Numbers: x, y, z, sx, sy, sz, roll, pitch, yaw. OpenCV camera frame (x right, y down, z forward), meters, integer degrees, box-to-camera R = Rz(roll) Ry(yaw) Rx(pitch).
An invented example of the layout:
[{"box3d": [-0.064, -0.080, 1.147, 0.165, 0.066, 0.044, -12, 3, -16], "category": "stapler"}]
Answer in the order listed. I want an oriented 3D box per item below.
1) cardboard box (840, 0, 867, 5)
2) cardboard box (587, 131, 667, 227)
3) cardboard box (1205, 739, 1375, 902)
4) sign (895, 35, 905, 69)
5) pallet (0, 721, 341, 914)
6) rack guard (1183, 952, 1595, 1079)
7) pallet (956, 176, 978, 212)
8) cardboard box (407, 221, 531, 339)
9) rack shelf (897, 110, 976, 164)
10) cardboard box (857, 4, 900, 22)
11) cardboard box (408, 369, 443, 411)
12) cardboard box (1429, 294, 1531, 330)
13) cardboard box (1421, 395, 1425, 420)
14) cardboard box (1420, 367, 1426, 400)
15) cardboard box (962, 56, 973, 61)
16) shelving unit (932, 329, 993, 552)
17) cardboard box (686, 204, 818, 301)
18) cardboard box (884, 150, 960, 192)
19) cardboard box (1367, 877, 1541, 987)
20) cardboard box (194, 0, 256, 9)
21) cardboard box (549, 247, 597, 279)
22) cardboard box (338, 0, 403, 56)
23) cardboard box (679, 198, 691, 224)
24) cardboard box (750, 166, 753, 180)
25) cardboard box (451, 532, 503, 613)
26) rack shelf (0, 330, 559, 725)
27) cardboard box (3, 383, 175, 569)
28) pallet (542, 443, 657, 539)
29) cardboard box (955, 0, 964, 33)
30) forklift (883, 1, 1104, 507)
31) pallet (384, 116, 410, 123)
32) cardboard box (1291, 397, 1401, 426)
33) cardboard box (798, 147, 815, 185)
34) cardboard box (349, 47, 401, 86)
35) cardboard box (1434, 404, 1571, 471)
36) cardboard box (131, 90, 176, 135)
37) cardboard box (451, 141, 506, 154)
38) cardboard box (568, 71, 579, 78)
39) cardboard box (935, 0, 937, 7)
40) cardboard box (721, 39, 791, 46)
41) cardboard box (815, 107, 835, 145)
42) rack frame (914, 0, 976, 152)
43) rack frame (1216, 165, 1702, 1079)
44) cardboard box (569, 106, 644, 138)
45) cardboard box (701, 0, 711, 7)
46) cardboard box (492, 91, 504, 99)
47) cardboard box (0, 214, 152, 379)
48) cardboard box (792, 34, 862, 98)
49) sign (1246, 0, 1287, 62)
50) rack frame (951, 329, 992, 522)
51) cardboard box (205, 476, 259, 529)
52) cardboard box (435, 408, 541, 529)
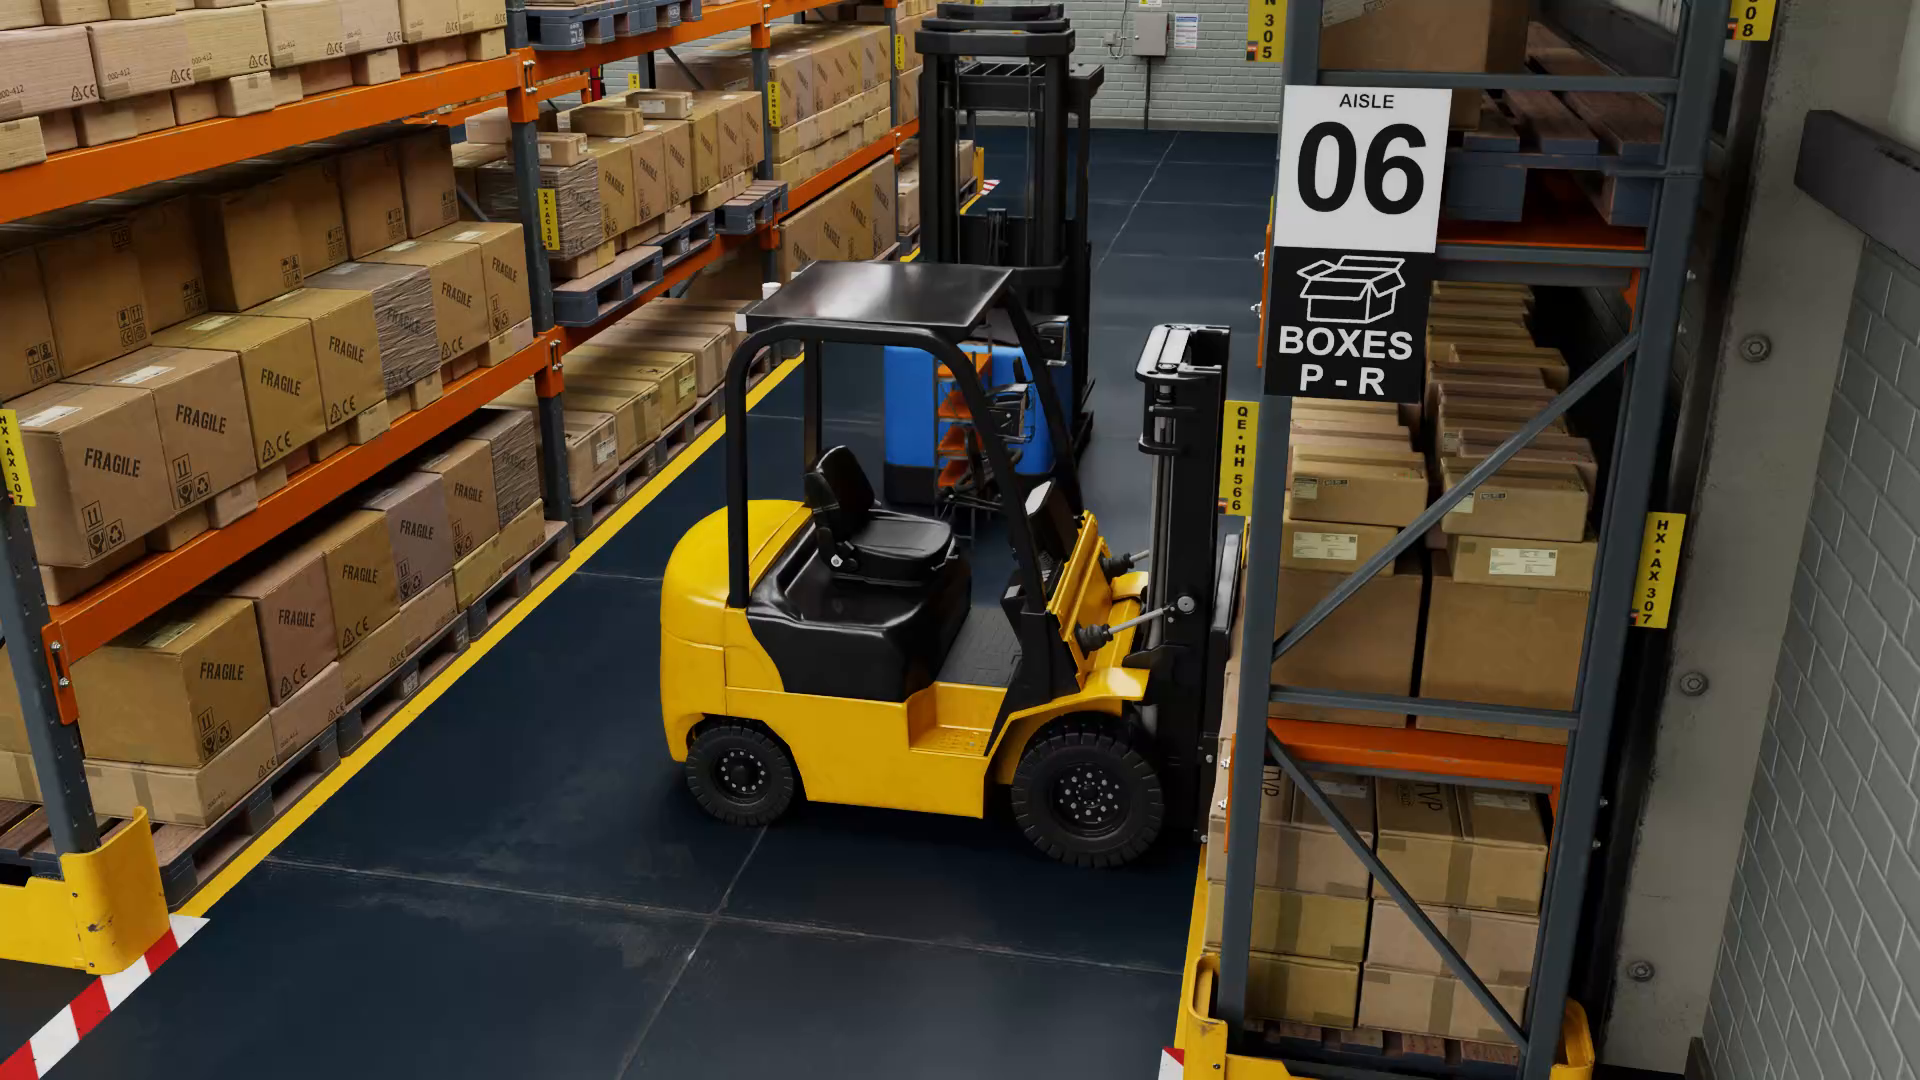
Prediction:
[{"box3d": [-1.151, -5.418, 16.952, 0.380, 0.149, 0.250, 4, 22, 11], "category": "cardboard box"}, {"box3d": [-2.163, -2.258, 10.350, 0.500, 0.500, 0.500, 4, 22, 11], "category": "cardboard box"}, {"box3d": [1.077, 0.899, 5.387, 0.500, 0.250, 0.500, 5, 23, 13], "category": "cardboard box"}, {"box3d": [-0.590, -4.754, 16.200, 0.100, 0.325, 0.005, 4, 22, 11], "category": "sign"}, {"box3d": [-3.356, 1.068, 6.919, 1.003, 0.211, 1.213, 4, 22, 11], "category": "pallet"}, {"box3d": [1.283, 1.642, 5.107, 1.175, 0.500, 0.348, 4, 22, 11], "category": "rack guard"}, {"box3d": [-0.393, -4.163, 19.907, 1.003, 0.211, 1.213, 4, 22, 11], "category": "pallet"}, {"box3d": [-2.603, -1.369, 8.705, 0.500, 0.500, 0.500, 4, 22, 10], "category": "cardboard box"}, {"box3d": [-0.715, -4.690, 18.445, 1.077, 0.370, 4.000, 4, 22, 11], "category": "rack shelf"}, {"box3d": [-0.805, -5.199, 16.406, 0.380, 0.149, 0.250, 4, 22, 10], "category": "cardboard box"}, {"box3d": [-2.727, -0.737, 8.004, 0.380, 0.149, 0.250, 4, 22, 10], "category": "cardboard box"}, {"box3d": [2.042, -0.869, 6.595, 0.380, 0.149, 0.250, 4, 22, 10], "category": "cardboard box"}, {"box3d": [1.956, -0.293, 6.432, 0.500, 0.500, 0.500, 5, 22, 12], "category": "cardboard box"}, {"box3d": [1.977, -0.636, 6.414, 0.380, 0.149, 0.250, 4, 22, 9], "category": "cardboard box"}, {"box3d": [-0.146, -5.605, 19.620, 0.500, 0.500, 0.500, 5, 22, 11], "category": "cardboard box"}, {"box3d": [0.019, -0.590, 9.713, 0.258, 1.200, 0.503, 4, 22, 11], "category": "shelving unit"}, {"box3d": [-1.717, -2.284, 13.793, 0.875, 0.875, 0.875, 4, 22, 10], "category": "cardboard box"}, {"box3d": [-0.522, -4.177, 19.077, 0.875, 0.438, 0.875, 5, 22, 12], "category": "cardboard box"}, {"box3d": [1.588, 1.166, 5.391, 0.500, 0.250, 0.500, 5, 22, 12], "category": "cardboard box"}, {"box3d": [-2.938, -2.116, 6.346, 0.380, 0.149, 0.250, 5, 22, 12], "category": "cardboard box"}, {"box3d": [-2.333, -1.622, 9.641, 0.380, 0.149, 0.250, 5, 22, 12], "category": "cardboard box"}, {"box3d": [-2.802, -2.274, 7.271, 0.500, 0.250, 0.500, 4, 22, 10], "category": "cardboard box"}, {"box3d": [-2.014, -2.197, 11.067, 0.380, 0.149, 0.250, 4, 22, 9], "category": "cardboard box"}, {"box3d": [-1.776, -2.769, 12.489, 0.380, 0.149, 0.250, 5, 23, 13], "category": "cardboard box"}, {"box3d": [-2.712, 0.147, 8.592, 0.500, 0.250, 0.500, 4, 22, 9], "category": "cardboard box"}, {"box3d": [-3.164, -0.301, 7.549, 1.077, 0.370, 4.000, 4, 22, 11], "category": "rack shelf"}, {"box3d": [-3.204, -0.240, 5.901, 0.500, 0.500, 0.500, 4, 22, 10], "category": "cardboard box"}, {"box3d": [-2.598, -0.357, 10.458, 1.003, 0.211, 1.213, 4, 22, 11], "category": "pallet"}, {"box3d": [-0.250, -5.877, 18.959, 0.500, 0.500, 0.500, 5, 22, 11], "category": "cardboard box"}, {"box3d": [0.328, -2.049, 11.017, 1.130, 2.935, 3.031, 4, 22, 11], "category": "forklift"}, {"box3d": [-6.288, -4.275, 16.709, 1.003, 0.211, 1.213, 4, 22, 11], "category": "pallet"}, {"box3d": [1.202, -0.349, 5.304, 0.380, 0.149, 0.250, 5, 22, 12], "category": "cardboard box"}, {"box3d": [-1.506, -3.108, 13.757, 0.500, 0.250, 0.500, 4, 22, 9], "category": "cardboard box"}, {"box3d": [-2.745, -2.127, 7.441, 0.380, 0.149, 0.250, 5, 22, 12], "category": "cardboard box"}, {"box3d": [1.692, -0.309, 5.205, 0.380, 0.149, 0.250, 5, 22, 12], "category": "cardboard box"}, {"box3d": [-3.106, -1.564, 6.043, 0.380, 0.149, 0.250, 4, 22, 11], "category": "cardboard box"}, {"box3d": [-2.786, -2.113, 9.991, 0.500, 0.500, 0.500, 5, 22, 11], "category": "cardboard box"}, {"box3d": [-4.963, -5.838, 20.670, 0.380, 0.149, 0.250, 4, 22, 11], "category": "cardboard box"}, {"box3d": [-0.463, -5.854, 18.033, 0.380, 0.149, 0.250, 5, 23, 13], "category": "cardboard box"}, {"box3d": [-1.775, -4.102, 14.551, 0.500, 0.500, 0.500, 4, 22, 10], "category": "cardboard box"}, {"box3d": [-1.374, -3.528, 14.130, 0.500, 0.250, 0.500, 4, 22, 11], "category": "cardboard box"}, {"box3d": [-0.307, -5.755, 20.127, 1.000, 3.000, 0.127, 4, 22, 11], "category": "rack frame"}, {"box3d": [1.288, 0.474, 4.662, 1.000, 3.000, 0.127, 4, 22, 11], "category": "rack frame"}, {"box3d": [-2.192, -2.596, 10.323, 0.380, 0.149, 0.250, 6, 23, 14], "category": "cardboard box"}, {"box3d": [-2.142, -3.921, 11.425, 0.700, 0.500, 0.500, 4, 22, 11], "category": "cardboard box"}, {"box3d": [-5.390, -5.080, 18.787, 0.380, 0.149, 0.250, 5, 23, 13], "category": "cardboard box"}, {"box3d": [-3.571, -0.939, 6.300, 0.700, 0.500, 0.500, 5, 22, 11], "category": "cardboard box"}, {"box3d": [-1.189, -4.246, 14.908, 0.500, 0.500, 0.500, 5, 23, 13], "category": "cardboard box"}, {"box3d": [0.760, -1.338, 4.066, 0.100, 0.325, 0.005, 4, 22, 11], "category": "sign"}, {"box3d": [0.068, -0.680, 9.935, 0.240, 1.200, 0.015, 4, 22, 11], "category": "rack frame"}, {"box3d": [-3.032, -0.169, 6.593, 0.380, 0.149, 0.250, 5, 22, 12], "category": "cardboard box"}, {"box3d": [-2.614, -0.396, 8.937, 0.500, 0.500, 0.500, 4, 22, 10], "category": "cardboard box"}]
